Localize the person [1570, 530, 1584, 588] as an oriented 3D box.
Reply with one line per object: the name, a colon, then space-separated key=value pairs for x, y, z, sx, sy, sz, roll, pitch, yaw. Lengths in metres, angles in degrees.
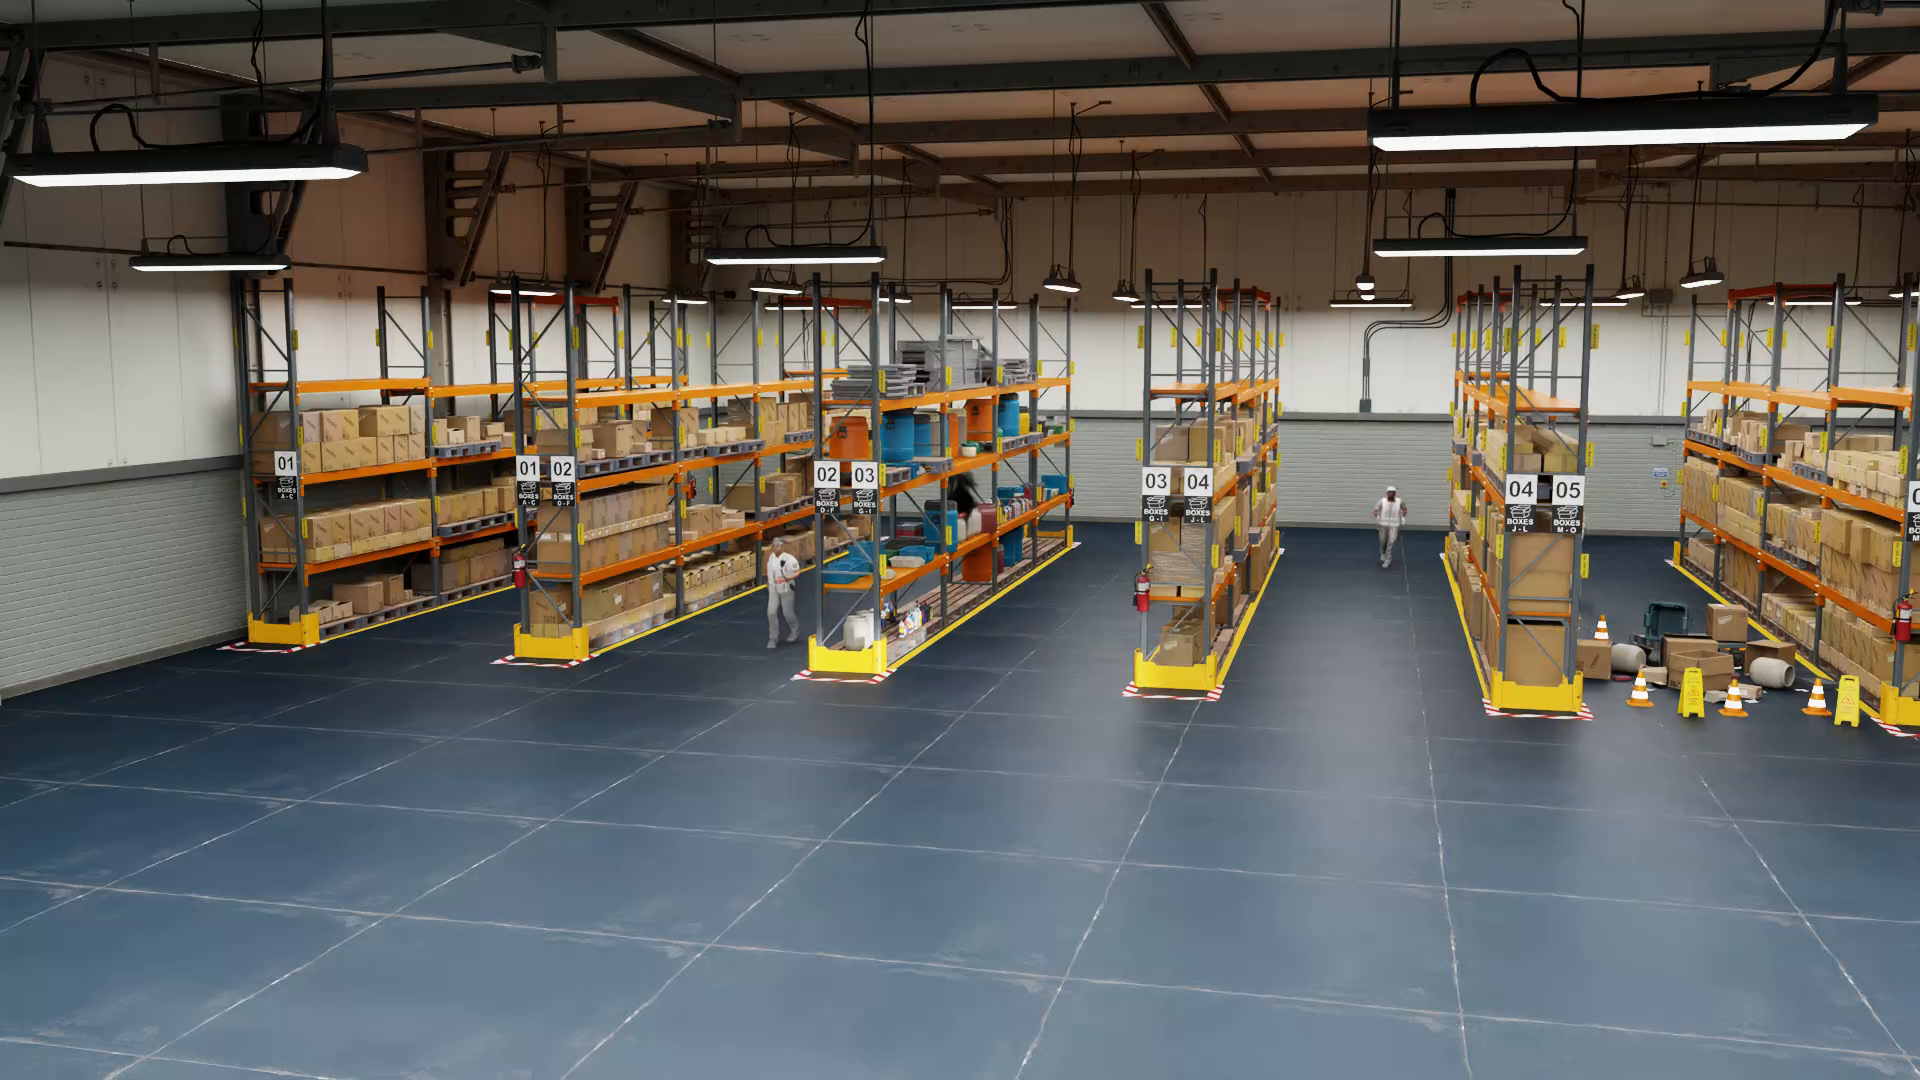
person: x=12.222 y=0.181 z=33.451 sx=0.602 sy=1.619 sz=0.730 roll=2 pitch=7 yaw=15

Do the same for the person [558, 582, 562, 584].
person: x=-7.442 y=0.412 z=31.581 sx=0.583 sy=1.662 sz=0.558 roll=1 pitch=7 yaw=8

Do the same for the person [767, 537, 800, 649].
person: x=-2.887 y=0.850 z=27.361 sx=0.651 sy=1.841 sz=0.832 roll=3 pitch=7 yaw=23

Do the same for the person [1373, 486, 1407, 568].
person: x=9.522 y=-0.304 z=36.870 sx=0.717 sy=1.779 sz=1.004 roll=2 pitch=7 yaw=17
